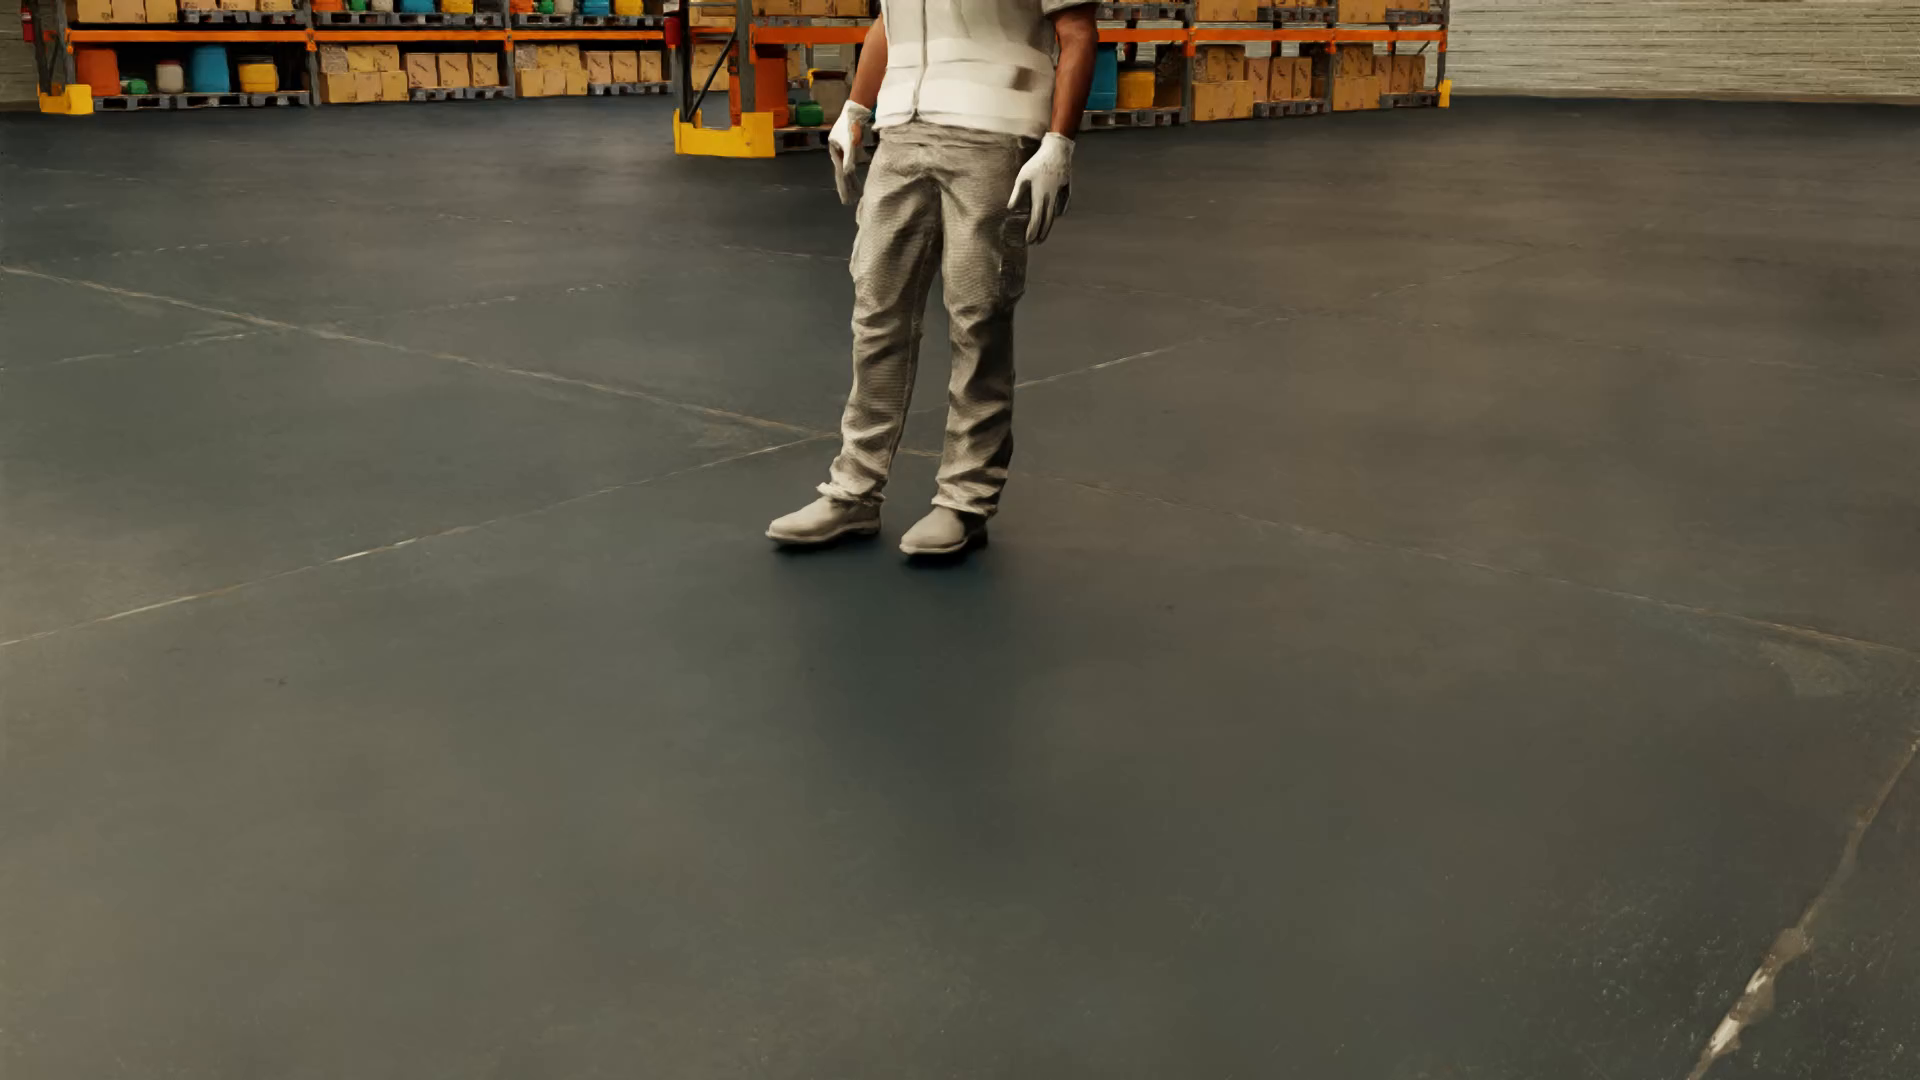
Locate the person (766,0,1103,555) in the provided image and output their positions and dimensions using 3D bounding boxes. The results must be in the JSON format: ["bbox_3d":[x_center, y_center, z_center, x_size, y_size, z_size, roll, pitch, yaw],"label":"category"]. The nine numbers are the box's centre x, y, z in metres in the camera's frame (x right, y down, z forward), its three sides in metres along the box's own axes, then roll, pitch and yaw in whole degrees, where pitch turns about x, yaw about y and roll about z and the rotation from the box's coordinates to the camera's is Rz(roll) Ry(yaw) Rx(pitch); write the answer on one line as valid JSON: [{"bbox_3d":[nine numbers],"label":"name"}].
[{"bbox_3d":[-0.052,-0.845,3.632,0.655,1.782,0.576,13,21,37],"label":"person"}]
